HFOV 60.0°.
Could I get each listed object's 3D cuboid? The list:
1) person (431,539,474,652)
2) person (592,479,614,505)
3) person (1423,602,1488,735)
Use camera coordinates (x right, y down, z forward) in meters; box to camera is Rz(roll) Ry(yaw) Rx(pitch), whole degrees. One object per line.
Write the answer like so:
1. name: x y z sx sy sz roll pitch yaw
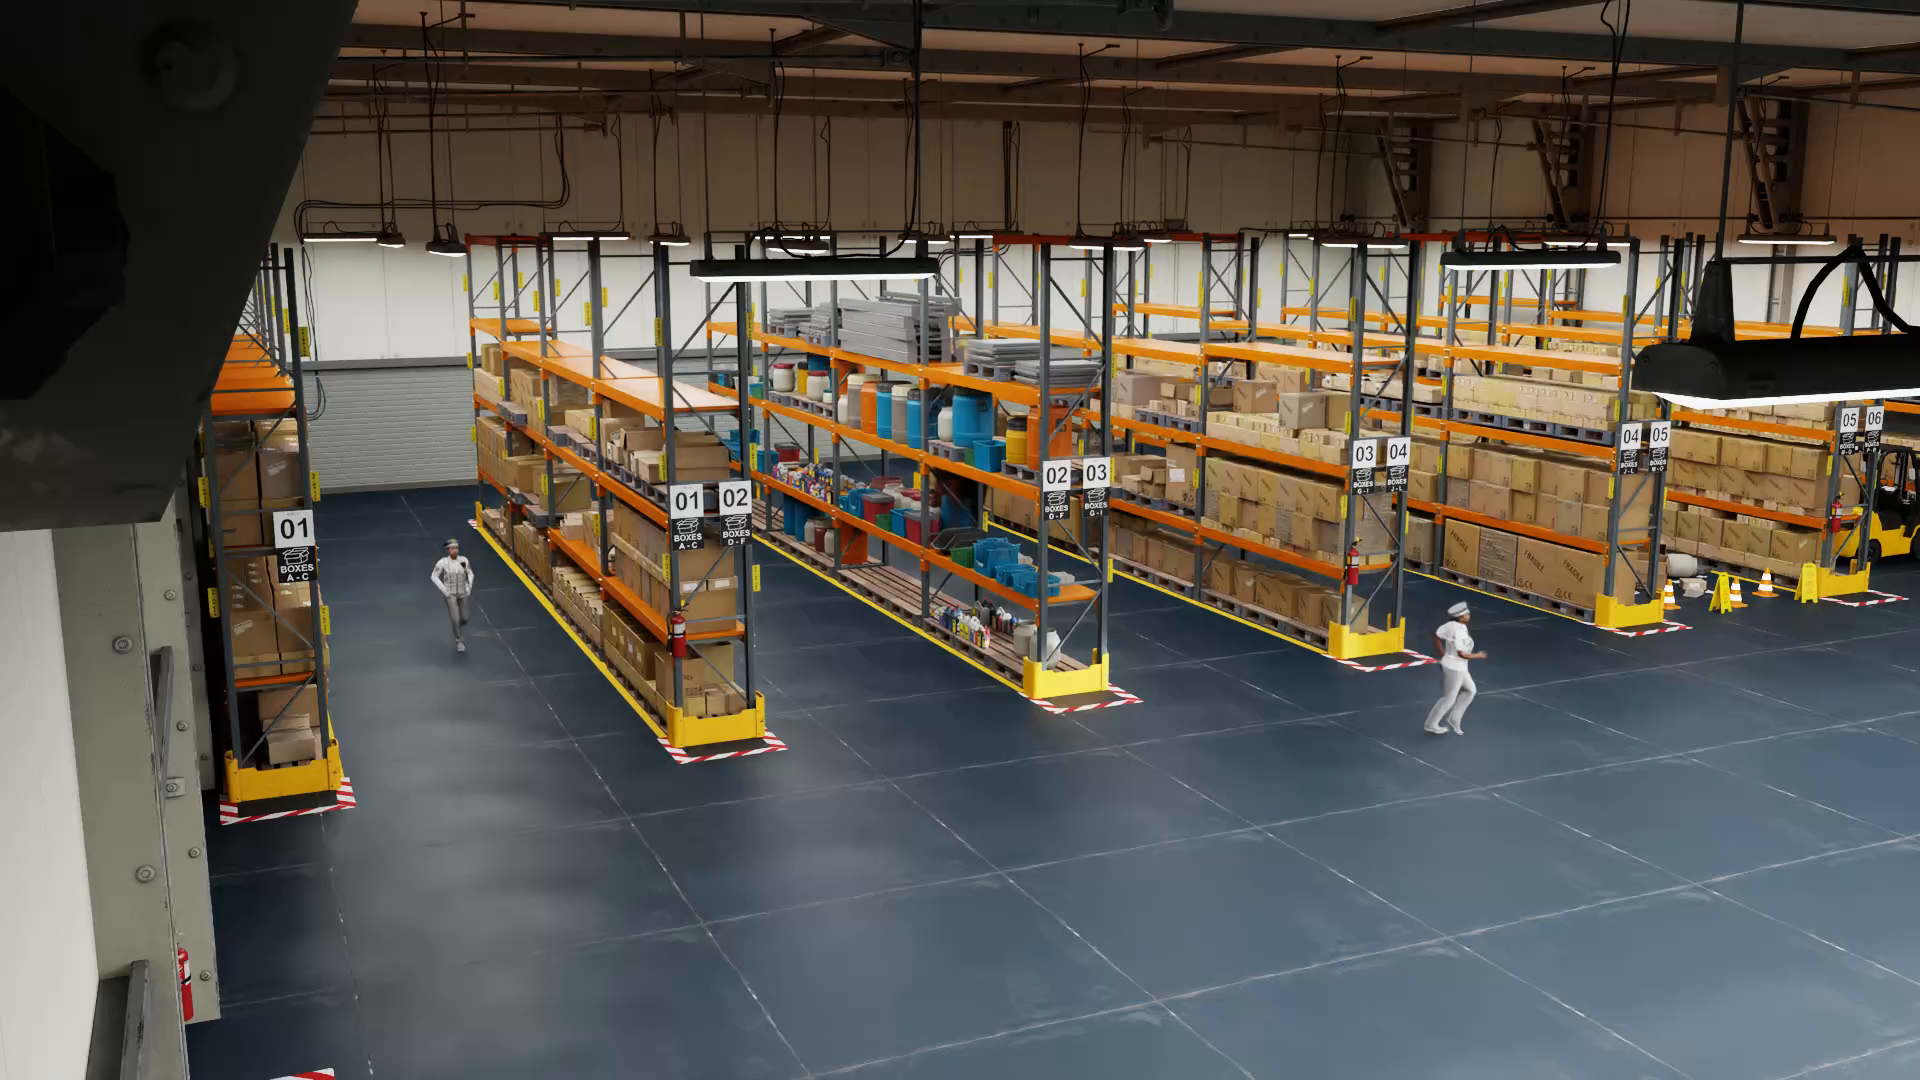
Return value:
1. person: -7.525 0.789 24.710 0.628 1.673 0.587 -7 13 -32
2. person: -7.318 -1.027 34.268 0.551 1.601 0.851 -7 13 -31
3. person: 6.149 1.613 20.459 0.623 1.731 0.568 2 11 9
